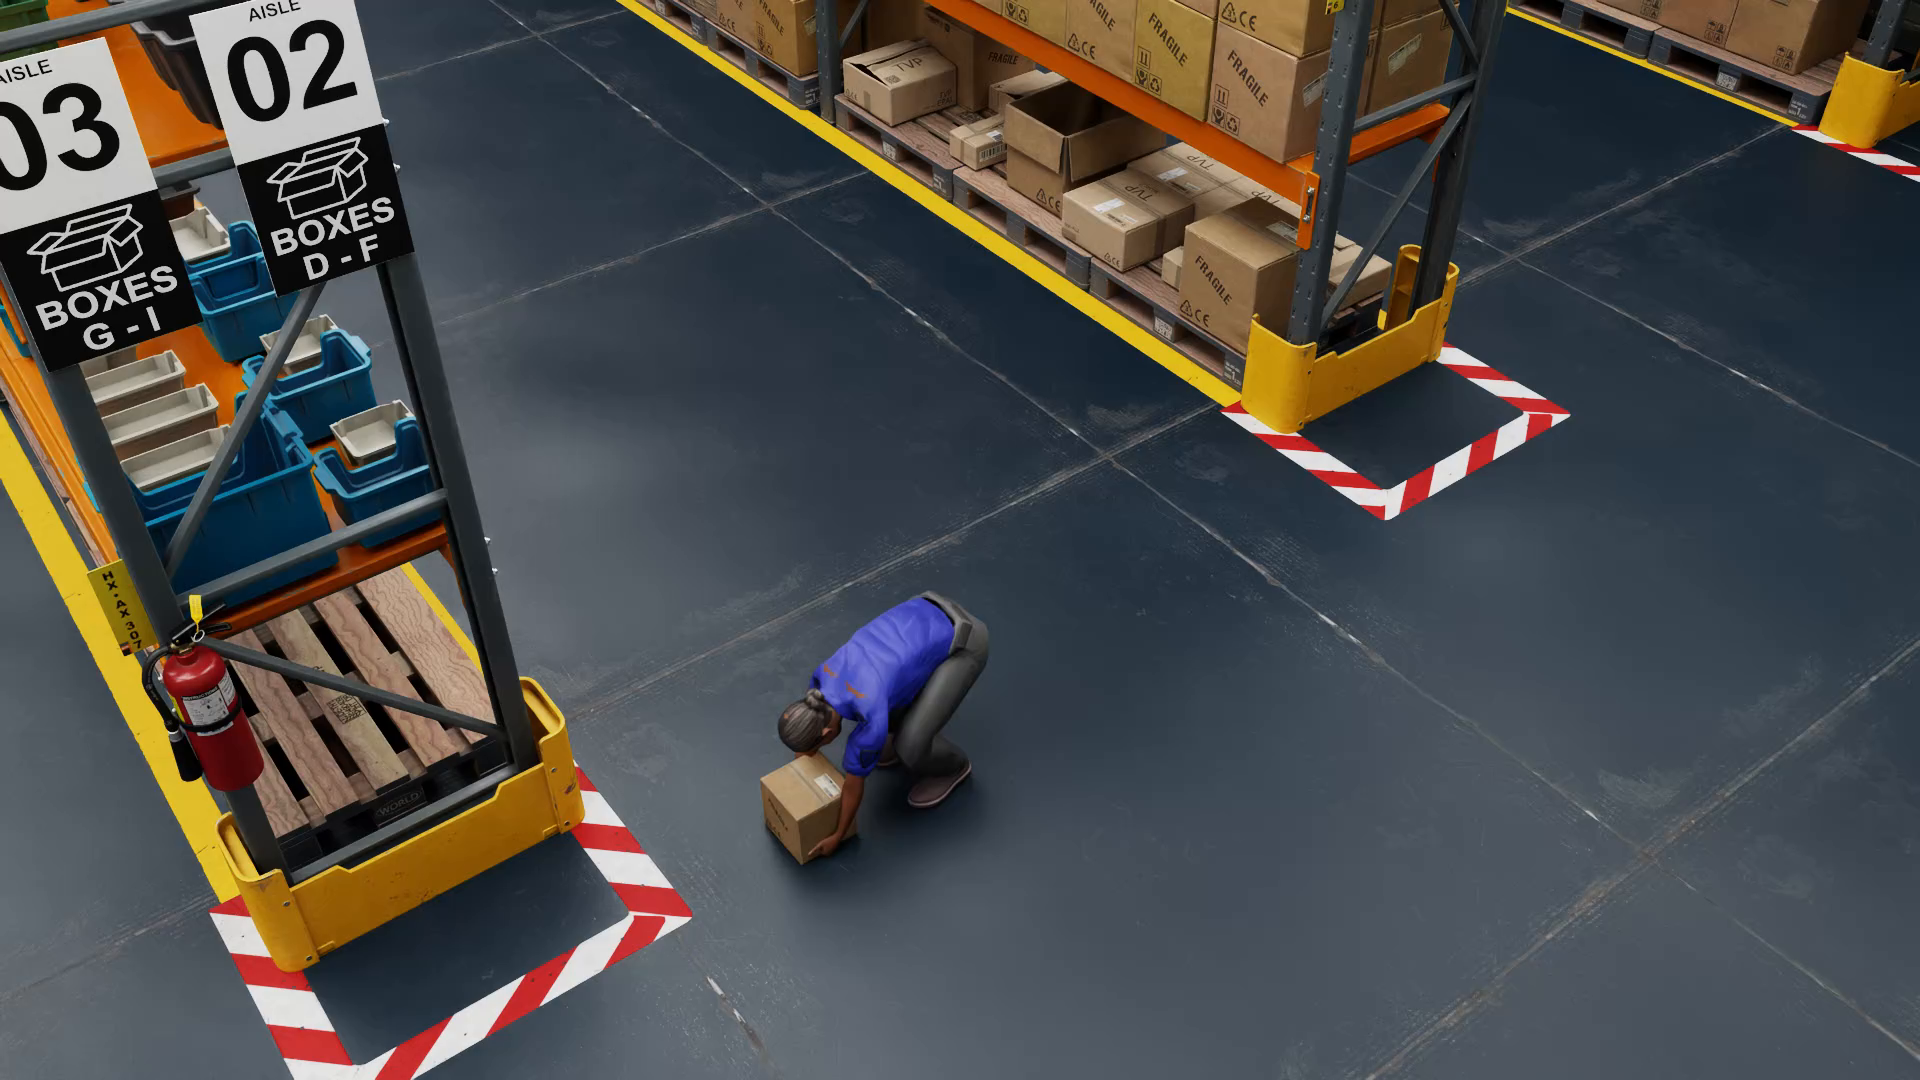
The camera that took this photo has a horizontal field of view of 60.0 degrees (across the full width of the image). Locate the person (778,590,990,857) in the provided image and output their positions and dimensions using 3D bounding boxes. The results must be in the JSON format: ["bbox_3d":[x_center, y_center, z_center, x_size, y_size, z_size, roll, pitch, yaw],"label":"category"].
[{"bbox_3d":[-0.280,0.661,6.085,0.871,0.780,0.472,-28,48,-29],"label":"person"}]
